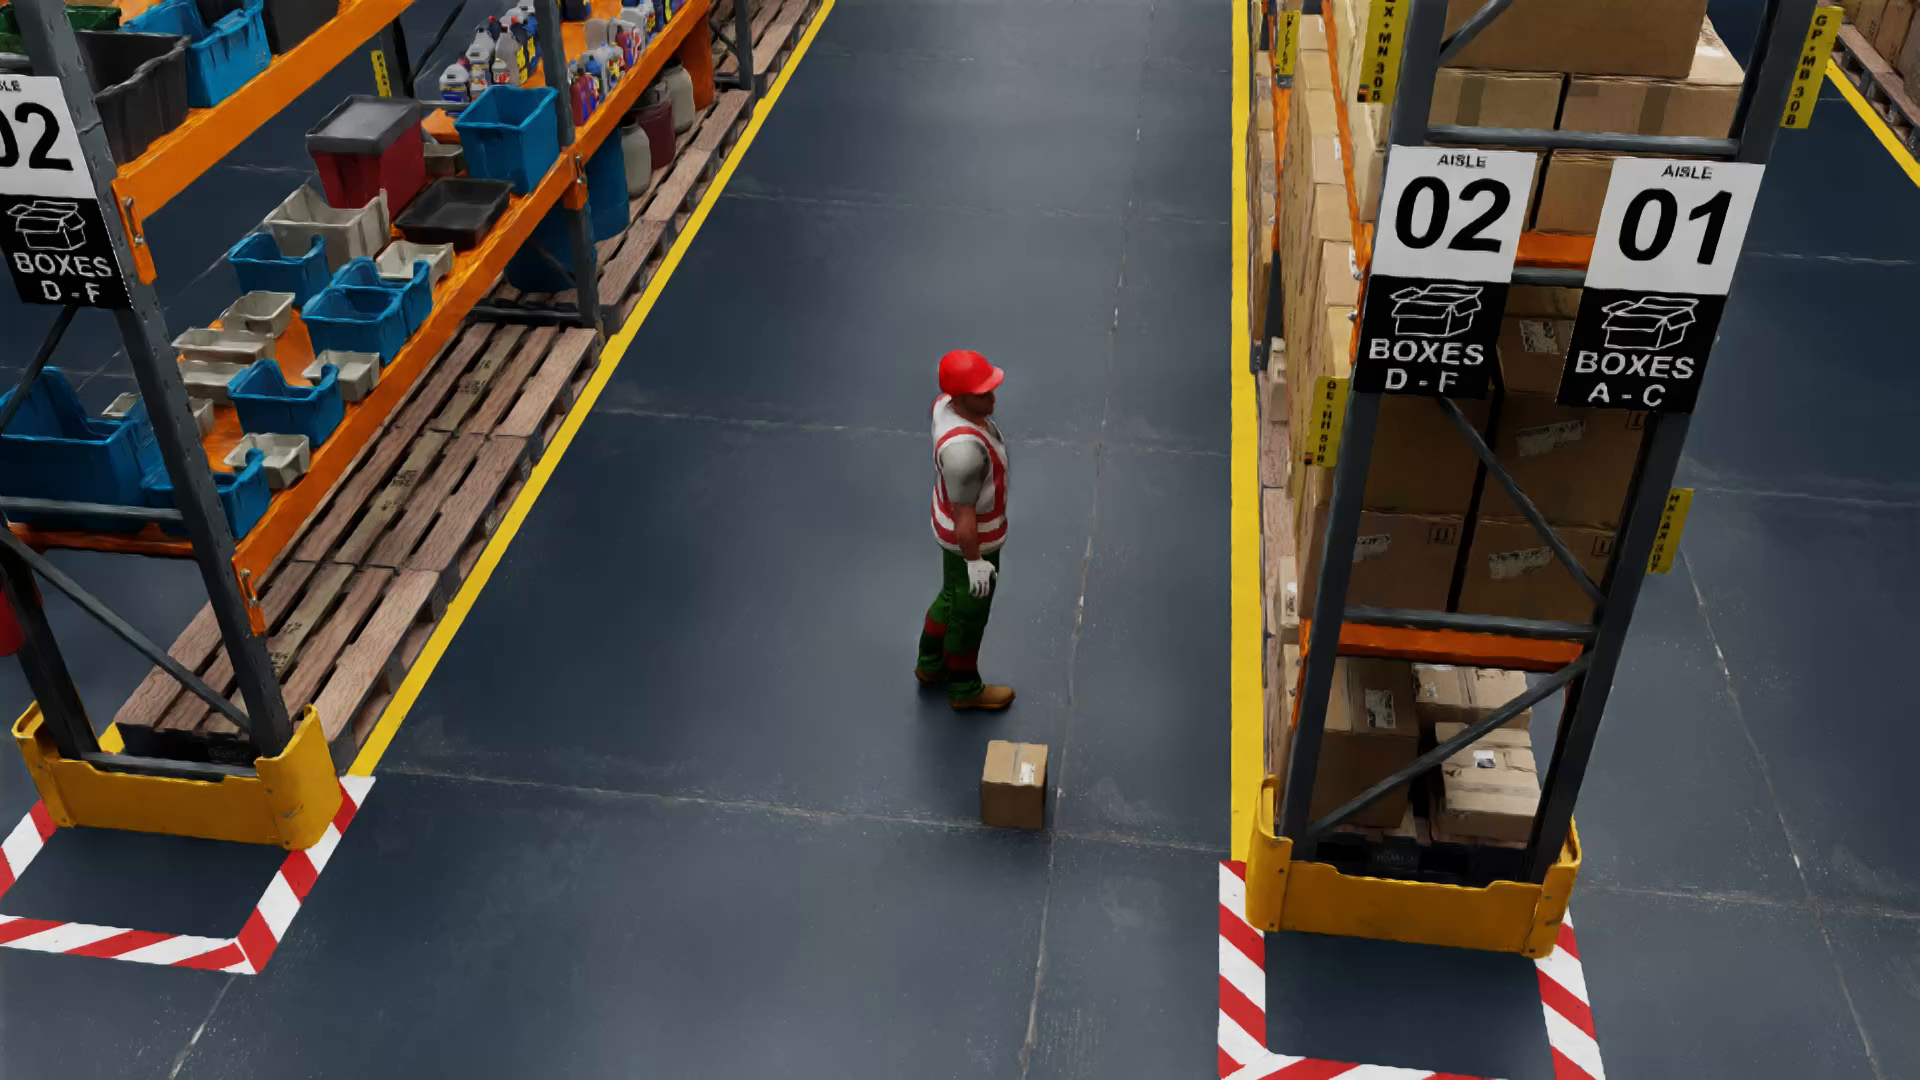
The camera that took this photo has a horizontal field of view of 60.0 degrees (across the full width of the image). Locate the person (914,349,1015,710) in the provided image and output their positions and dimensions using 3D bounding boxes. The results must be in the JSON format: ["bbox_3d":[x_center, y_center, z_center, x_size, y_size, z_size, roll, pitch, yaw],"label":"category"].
[{"bbox_3d":[0.022,-0.019,7.043,0.442,1.830,0.559,-4,36,-5],"label":"person"}]
